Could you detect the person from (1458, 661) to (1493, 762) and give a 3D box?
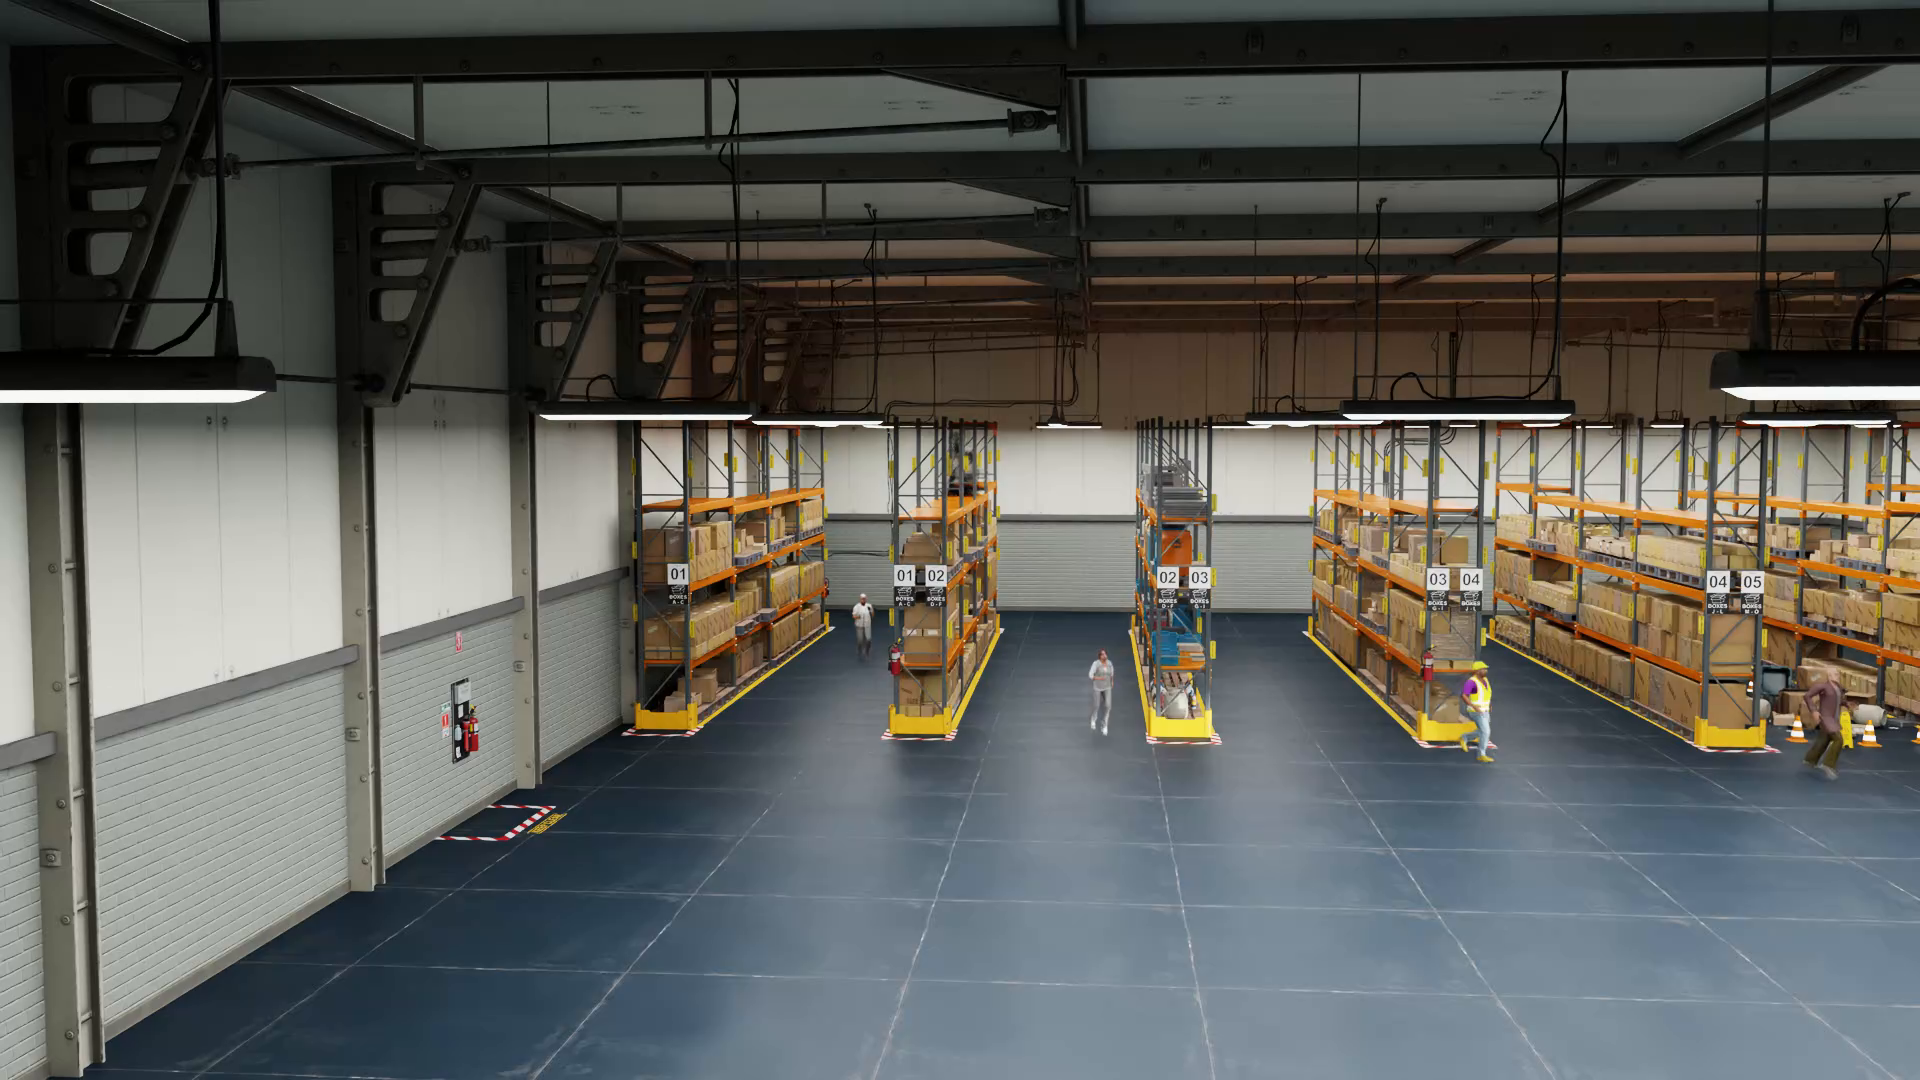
[{"bbox_3d":[8.990,2.967,28.994,0.716,1.730,0.725,-4,5,-44],"label":"person"}]

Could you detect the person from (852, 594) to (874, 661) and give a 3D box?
[{"bbox_3d":[-2.415,2.192,41.584,0.554,1.705,0.759,0,4,-6],"label":"person"}]

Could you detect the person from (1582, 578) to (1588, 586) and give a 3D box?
[{"bbox_3d":[16.970,1.924,45.249,0.553,1.748,0.808,0,4,-4],"label":"person"}]

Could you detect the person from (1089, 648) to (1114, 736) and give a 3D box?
[{"bbox_3d":[2.686,2.870,31.513,0.550,1.653,0.710,-1,4,-11],"label":"person"}]

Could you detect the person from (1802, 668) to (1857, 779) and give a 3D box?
[{"bbox_3d":[14.452,3.034,27.664,0.696,1.834,0.842,-3,5,-37],"label":"person"}]
